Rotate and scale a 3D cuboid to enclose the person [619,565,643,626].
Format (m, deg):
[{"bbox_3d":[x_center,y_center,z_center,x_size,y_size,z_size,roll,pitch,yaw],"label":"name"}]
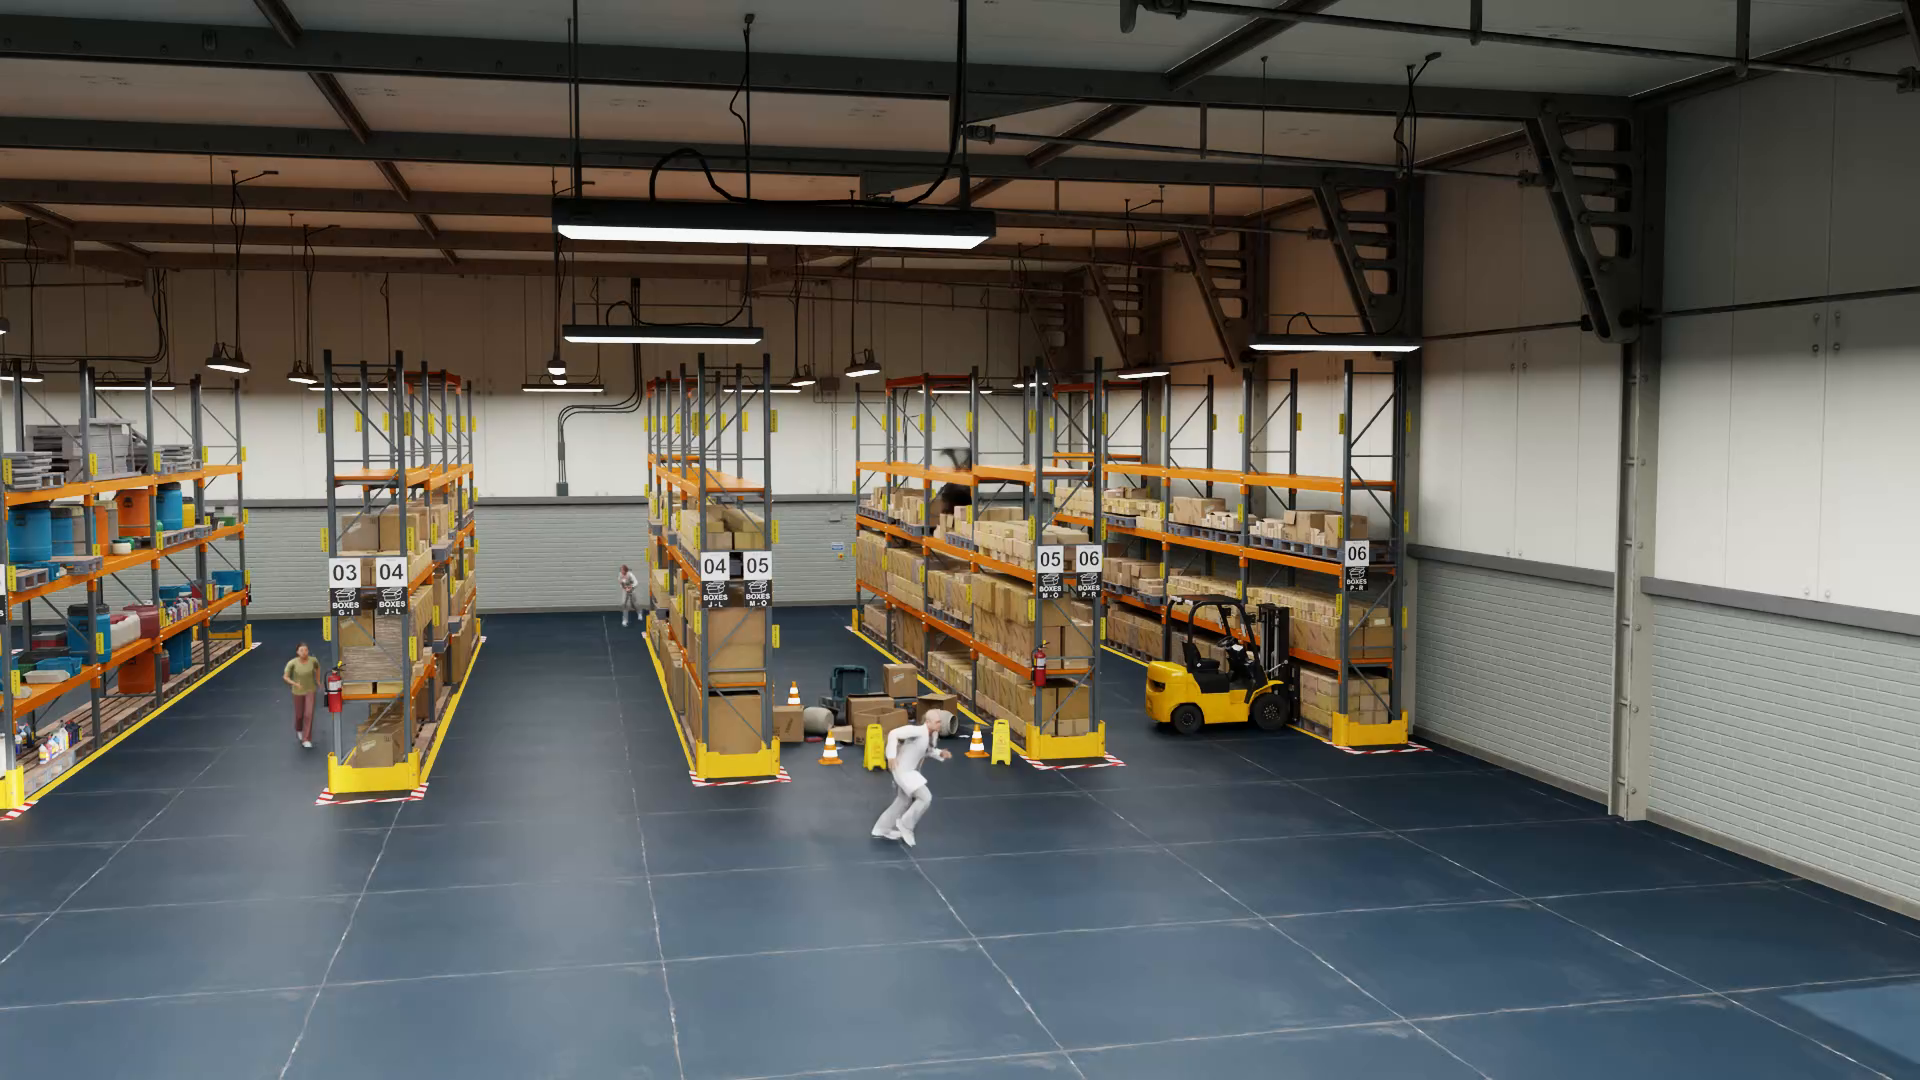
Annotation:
[{"bbox_3d":[-8.244,1.362,41.675,0.578,1.548,0.916,2,4,24],"label":"person"}]

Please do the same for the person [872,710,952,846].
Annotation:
[{"bbox_3d":[-0.600,2.822,19.728,1.033,1.659,0.744,2,4,25],"label":"person"}]

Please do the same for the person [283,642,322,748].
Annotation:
[{"bbox_3d":[-10.261,2.386,25.946,0.564,1.632,0.881,-2,4,-26],"label":"person"}]
